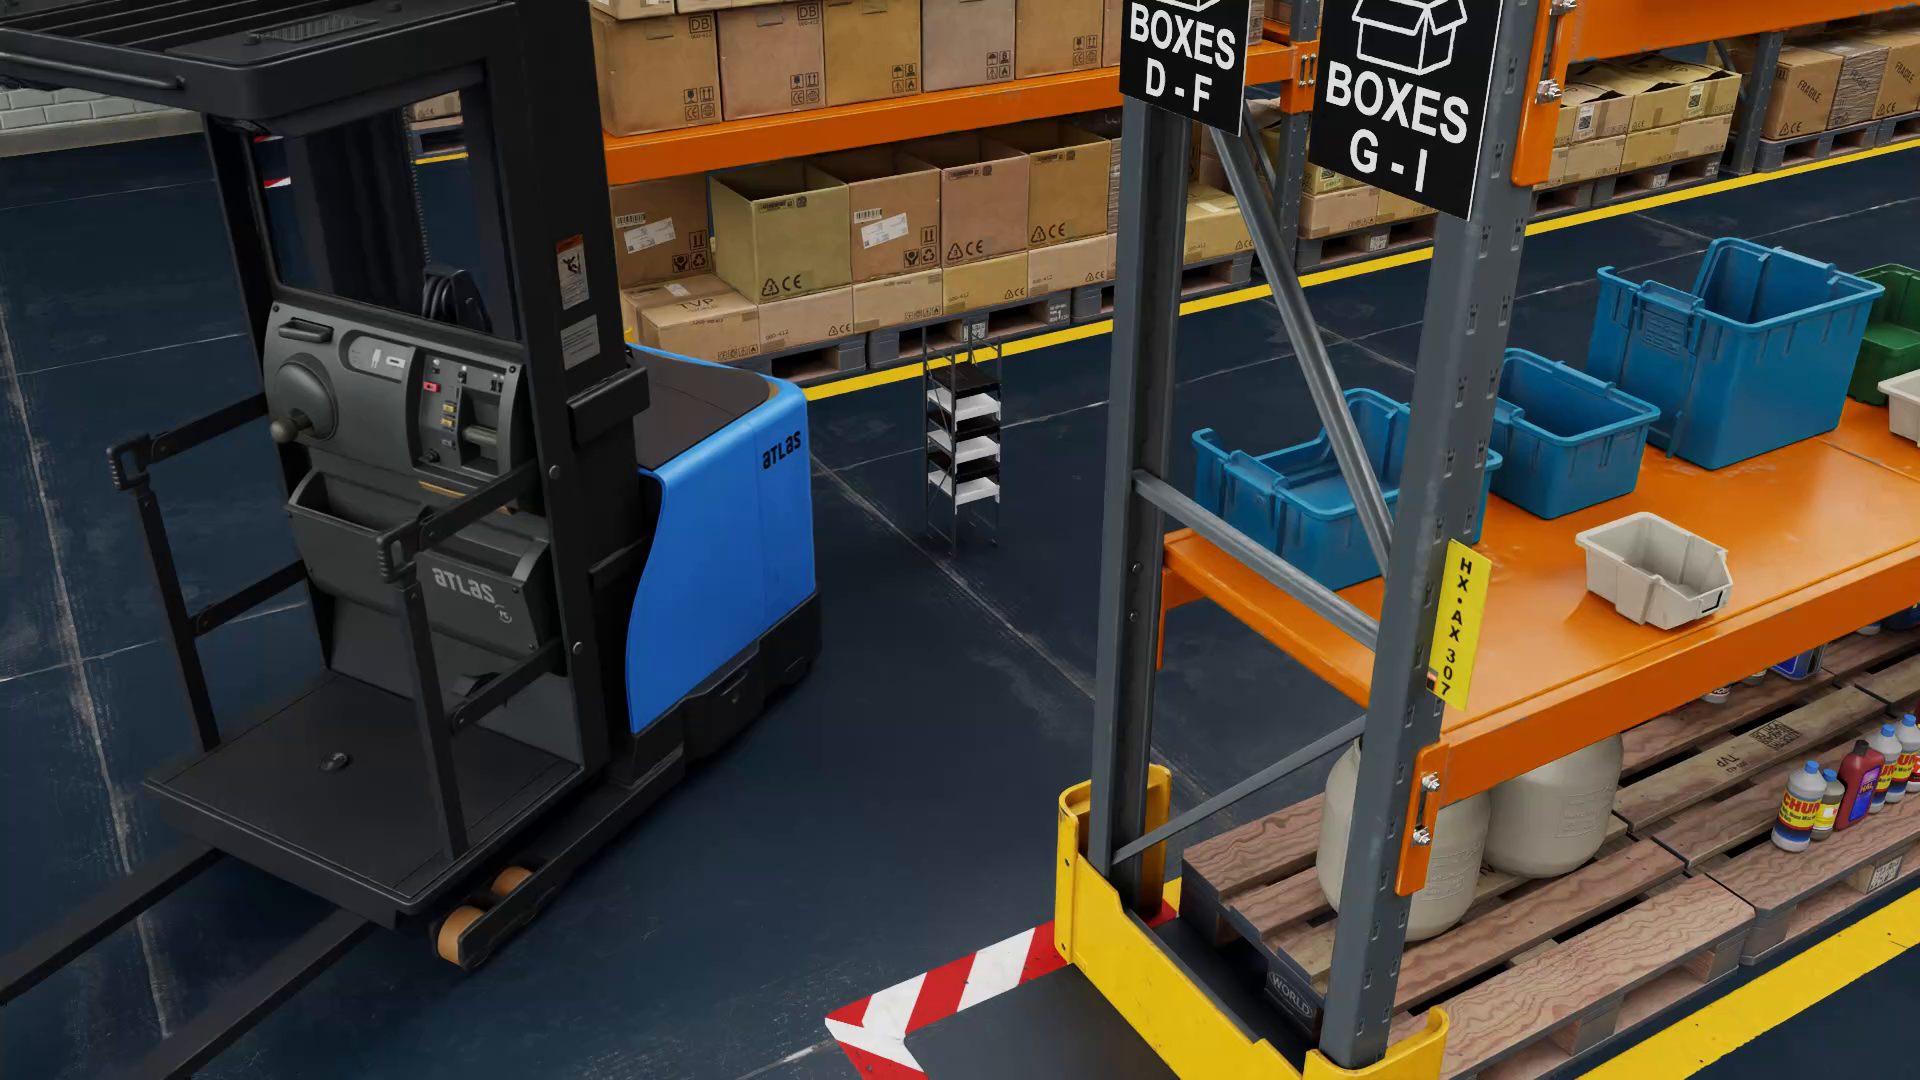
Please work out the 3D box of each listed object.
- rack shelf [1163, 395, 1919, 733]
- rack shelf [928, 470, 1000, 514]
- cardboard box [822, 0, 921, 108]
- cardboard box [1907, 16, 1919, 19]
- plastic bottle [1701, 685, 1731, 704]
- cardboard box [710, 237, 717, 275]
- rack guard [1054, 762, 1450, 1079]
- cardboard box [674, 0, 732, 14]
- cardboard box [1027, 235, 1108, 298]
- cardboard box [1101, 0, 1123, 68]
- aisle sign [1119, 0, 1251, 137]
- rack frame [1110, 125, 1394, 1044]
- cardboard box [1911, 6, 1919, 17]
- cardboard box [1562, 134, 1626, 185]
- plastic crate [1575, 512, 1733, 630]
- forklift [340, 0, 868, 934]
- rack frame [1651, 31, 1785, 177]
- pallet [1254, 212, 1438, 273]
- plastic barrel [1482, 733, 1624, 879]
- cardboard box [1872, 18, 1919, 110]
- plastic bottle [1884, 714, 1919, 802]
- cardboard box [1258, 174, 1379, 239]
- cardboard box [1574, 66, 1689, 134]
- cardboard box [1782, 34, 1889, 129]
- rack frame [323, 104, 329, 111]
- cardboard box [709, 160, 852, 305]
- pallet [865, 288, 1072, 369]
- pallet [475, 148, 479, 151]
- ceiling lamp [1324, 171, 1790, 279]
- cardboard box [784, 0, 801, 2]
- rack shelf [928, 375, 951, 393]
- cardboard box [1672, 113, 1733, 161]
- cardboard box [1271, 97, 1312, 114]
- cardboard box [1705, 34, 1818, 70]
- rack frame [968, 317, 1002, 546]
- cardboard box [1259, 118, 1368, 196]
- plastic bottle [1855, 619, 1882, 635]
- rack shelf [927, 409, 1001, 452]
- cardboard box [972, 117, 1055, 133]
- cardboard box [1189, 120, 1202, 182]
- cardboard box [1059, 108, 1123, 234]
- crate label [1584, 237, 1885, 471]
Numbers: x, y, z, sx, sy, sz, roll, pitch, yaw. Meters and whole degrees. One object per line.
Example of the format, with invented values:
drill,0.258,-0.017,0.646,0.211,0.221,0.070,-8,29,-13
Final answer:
rack shelf,2.368,-0.209,4.567,3.809,0.124,0.919,-16,33,-26
rack shelf,0.007,-0.209,6.639,0.200,0.077,0.258,-16,33,-26
cardboard box,-0.573,-2.416,7.919,0.500,0.500,0.700,-16,33,-26
cardboard box,7.054,-3.778,12.622,0.500,0.500,0.500,-15,32,-26
plastic bottle,2.435,0.415,5.335,0.097,0.201,0.097,0,29,0
cardboard box,-1.125,-1.375,8.548,0.500,0.250,0.500,-16,33,-26
rack guard,0.685,1.107,4.226,0.348,0.500,1.175,-16,33,-26
cardboard box,-1.189,-2.413,7.243,0.264,0.149,0.389,-15,32,-26
cardboard box,0.437,-1.521,8.813,0.500,0.250,0.500,-16,33,-26
cardboard box,0.755,-2.793,8.603,0.500,0.500,0.700,-16,33,-27
aisle sign,0.431,-1.193,3.117,0.004,0.787,0.394,-16,33,-26
rack frame,0.645,0.052,3.550,0.053,2.616,0.949,-16,33,-26
cardboard box,7.081,-4.116,12.459,0.500,0.250,0.500,-16,33,-26
cardboard box,3.827,-2.472,10.535,0.500,0.250,0.500,-15,32,-25
plastic crate,1.578,0.082,3.771,0.250,0.136,0.298,-16,33,-26
forklift,-1.681,-0.451,4.534,1.130,2.935,3.031,23,37,36
rack frame,5.035,-3.972,10.842,0.127,3.000,1.000,-16,33,-26
pallet,2.201,-1.968,10.098,1.213,0.211,1.003,-16,33,-26
plastic barrel,1.604,0.641,4.625,0.421,0.512,0.421,0,29,0
cardboard box,6.903,-3.443,12.016,0.500,0.500,0.500,-17,33,-28
plastic bottle,2.746,0.631,4.871,0.097,0.271,0.097,0,29,0
cardboard box,2.059,-1.968,9.623,0.500,0.250,0.500,-17,33,-27
cardboard box,4.263,-2.836,10.616,0.500,0.311,0.500,-16,33,-27
cardboard box,6.020,-3.193,11.562,0.500,0.500,0.500,-17,33,-28
rack frame,-4.374,-4.075,11.029,0.053,2.616,0.949,-16,33,-26
cardboard box,-0.858,-1.483,7.969,0.500,0.500,0.500,-16,33,-26
pallet,-0.174,-1.294,8.876,1.213,0.211,1.003,-16,33,-26
pallet,-3.592,-3.058,12.072,1.213,0.211,1.003,-16,33,-26
ceiling lamp,3.846,-2.001,10.377,4.000,0.001,0.159,-16,33,-26
cardboard box,-0.755,-2.534,7.463,0.250,0.149,0.380,-16,33,-27
rack shelf,0.007,-0.616,6.415,0.184,0.015,0.199,-16,33,-26
cardboard box,4.704,-2.721,10.988,0.500,0.250,0.500,-15,32,-25
cardboard box,2.235,-2.567,10.127,0.500,0.311,0.500,-15,32,-25
cardboard box,5.722,-3.397,11.932,0.500,0.500,0.500,-15,32,-24
rack frame,0.095,-0.421,6.581,0.006,0.900,0.240,-16,33,-26
cardboard box,2.068,-2.215,9.491,0.500,0.311,0.500,-16,33,-26
plastic bottle,3.122,0.184,5.680,0.097,0.271,0.097,0,29,0
rack shelf,0.007,-0.446,6.509,0.200,0.077,0.258,-16,33,-26
cardboard box,0.165,-2.073,9.037,0.500,0.500,0.500,-16,33,-26
cardboard box,1.027,-2.318,9.480,0.500,0.500,0.500,-16,33,-26
cardboard box,0.860,-1.979,8.866,0.500,0.500,0.500,-16,33,-26
crate label,2.093,-0.528,4.565,0.616,0.435,0.502,-16,33,-26
